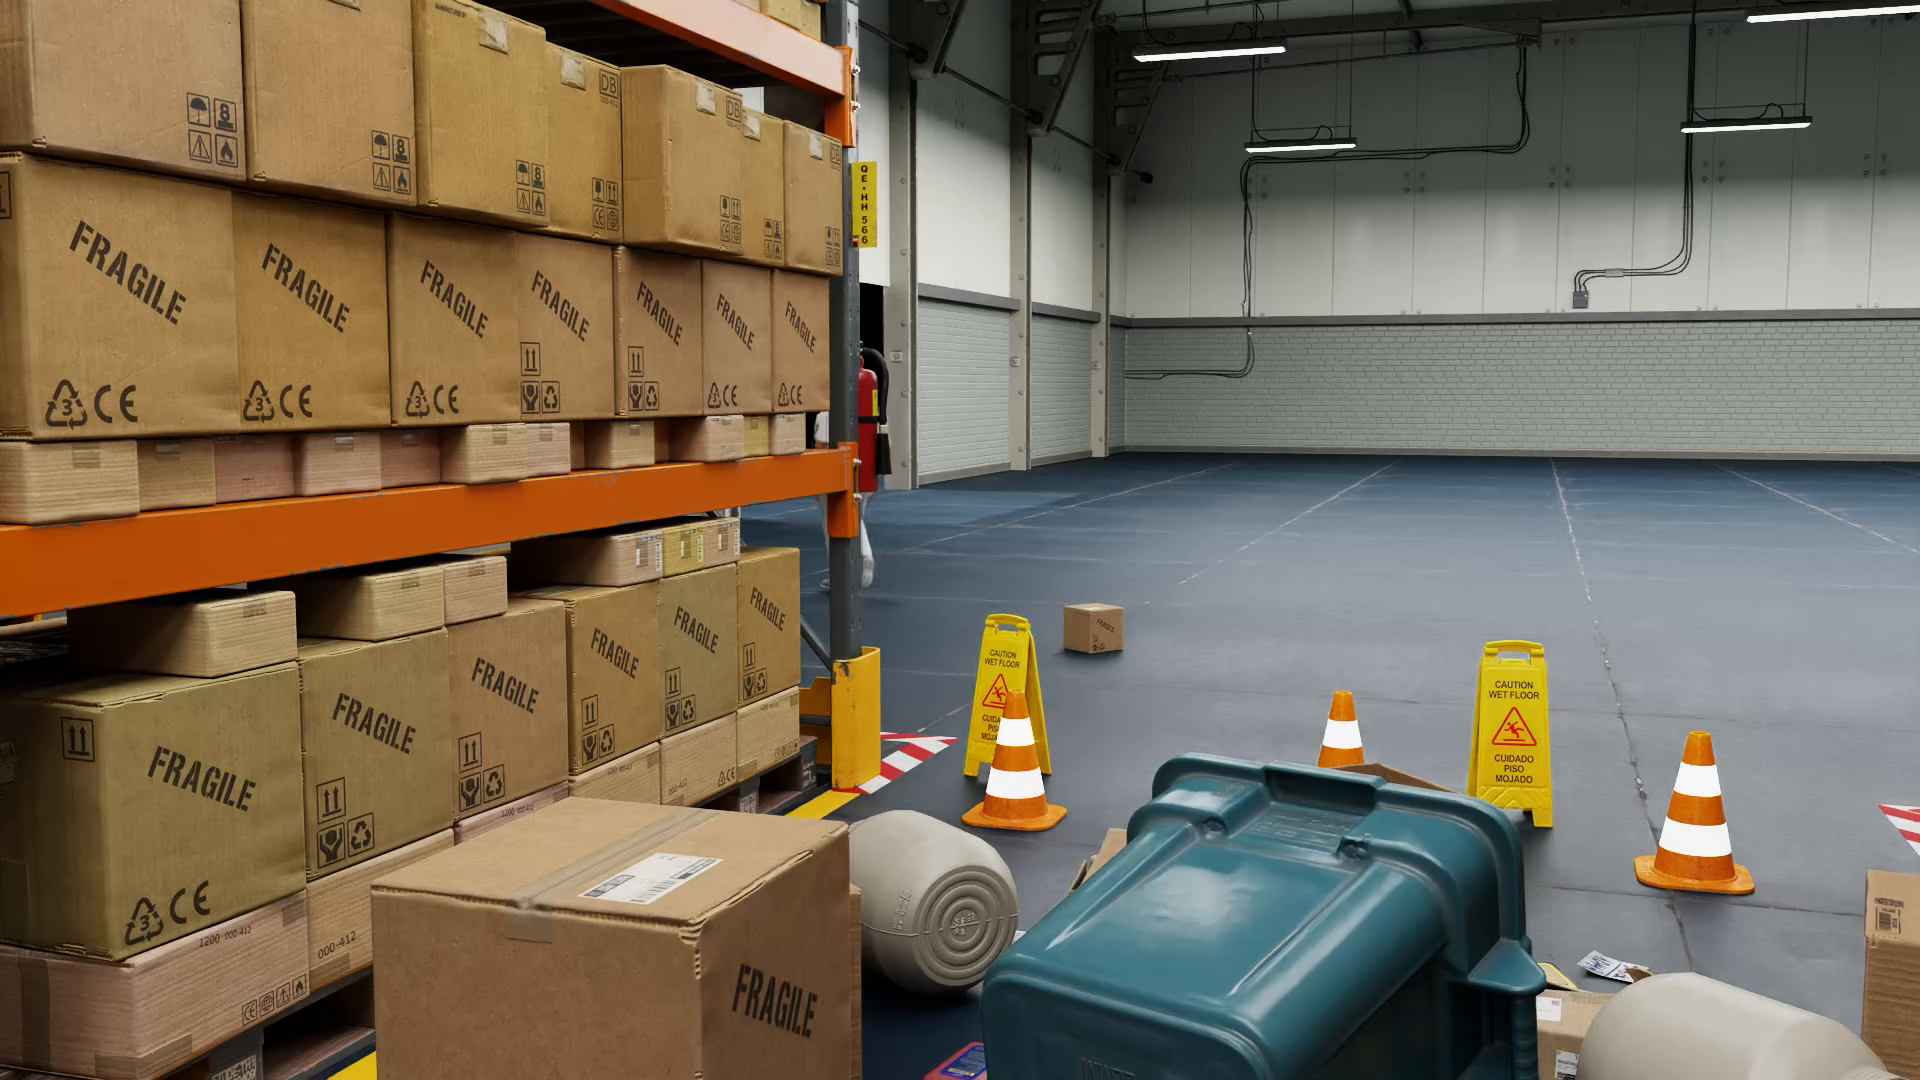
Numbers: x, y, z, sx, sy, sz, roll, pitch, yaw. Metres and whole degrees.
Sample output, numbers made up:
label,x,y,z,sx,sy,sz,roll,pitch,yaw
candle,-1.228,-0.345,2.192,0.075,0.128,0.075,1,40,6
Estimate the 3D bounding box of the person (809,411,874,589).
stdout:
label,x,y,z,sx,sy,sz,roll,pitch,yaw
person,-0.876,-0.454,12.370,0.481,1.655,0.467,-3,6,-28
